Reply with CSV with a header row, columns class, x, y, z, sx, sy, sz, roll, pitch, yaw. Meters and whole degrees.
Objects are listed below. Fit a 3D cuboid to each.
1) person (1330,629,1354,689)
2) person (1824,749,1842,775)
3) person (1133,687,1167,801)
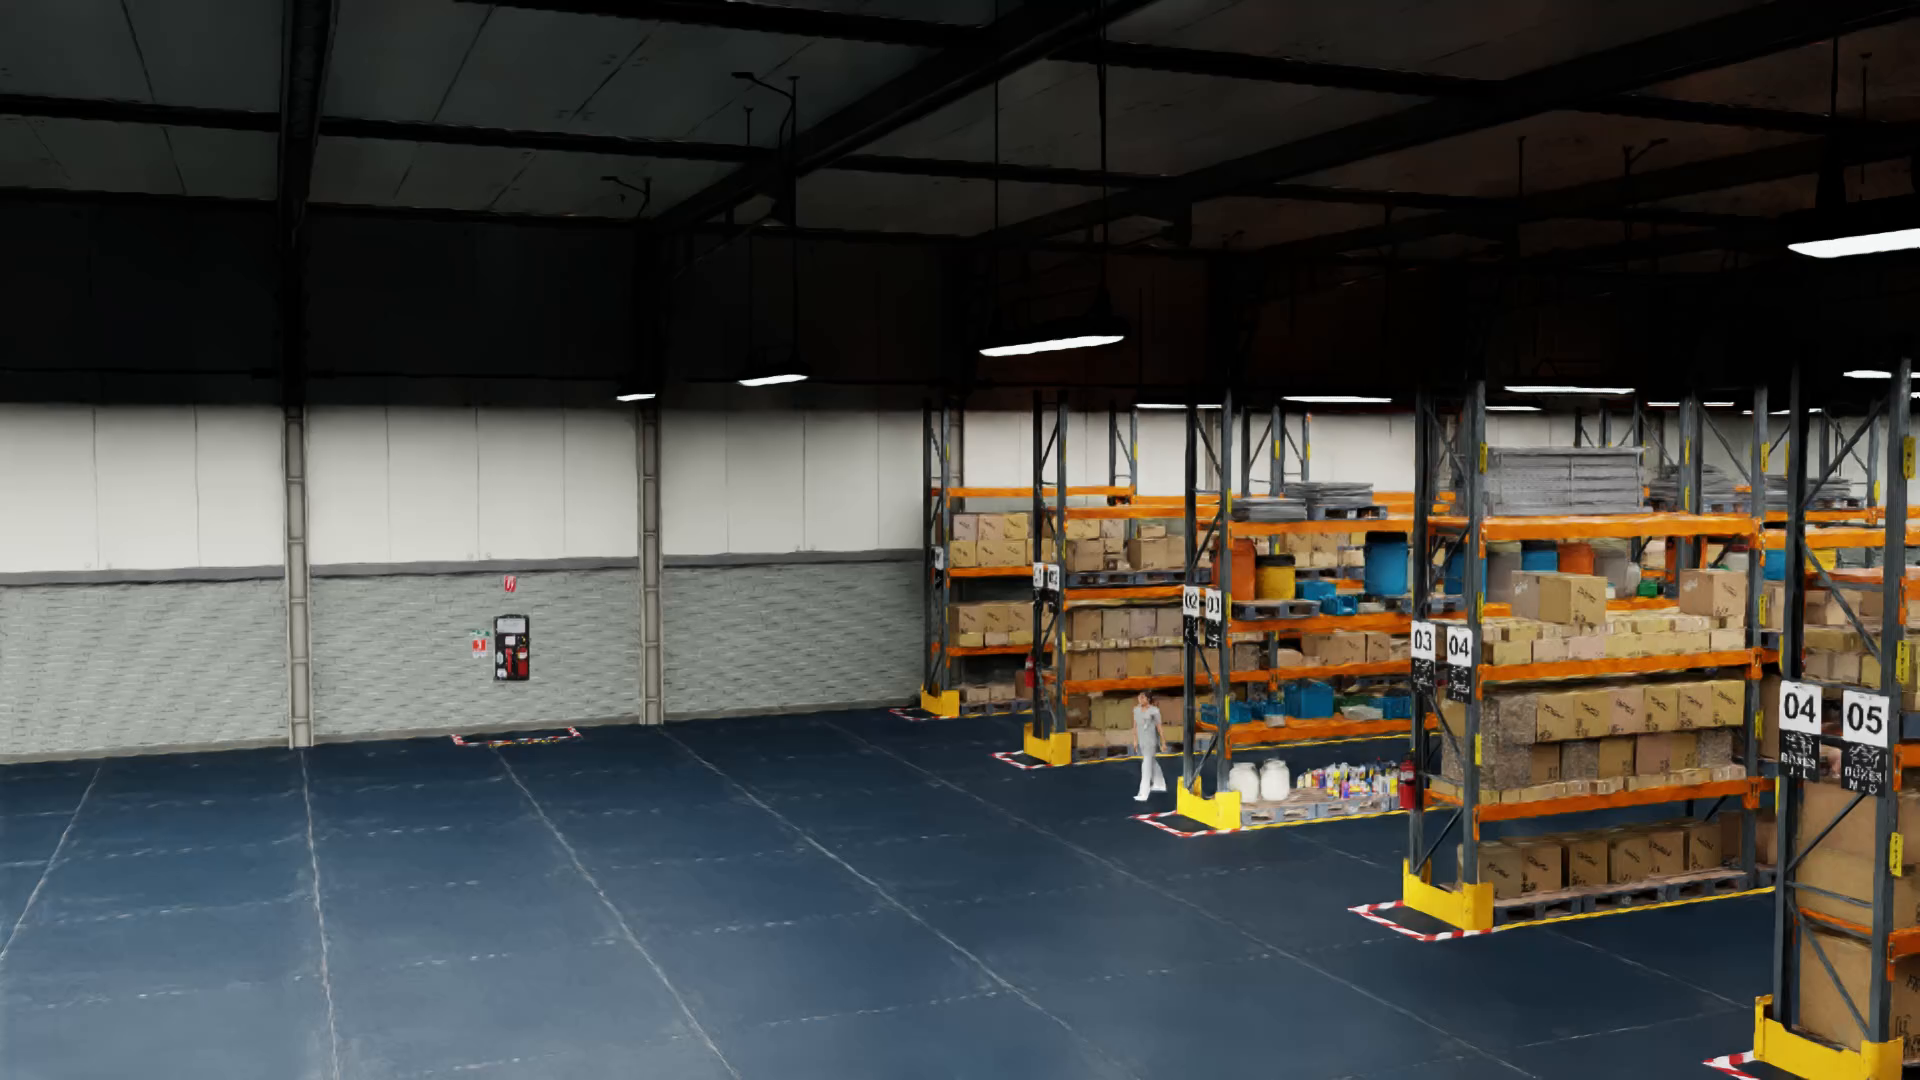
class,x,y,z,sx,sy,sz,roll,pitch,yaw
person,7.210,2.495,31.295,0.534,1.672,0.677,-1,4,-24
person,9.654,3.180,18.256,0.505,1.783,0.632,3,4,37
person,2.724,2.937,24.154,0.956,1.616,0.481,-3,5,-44
